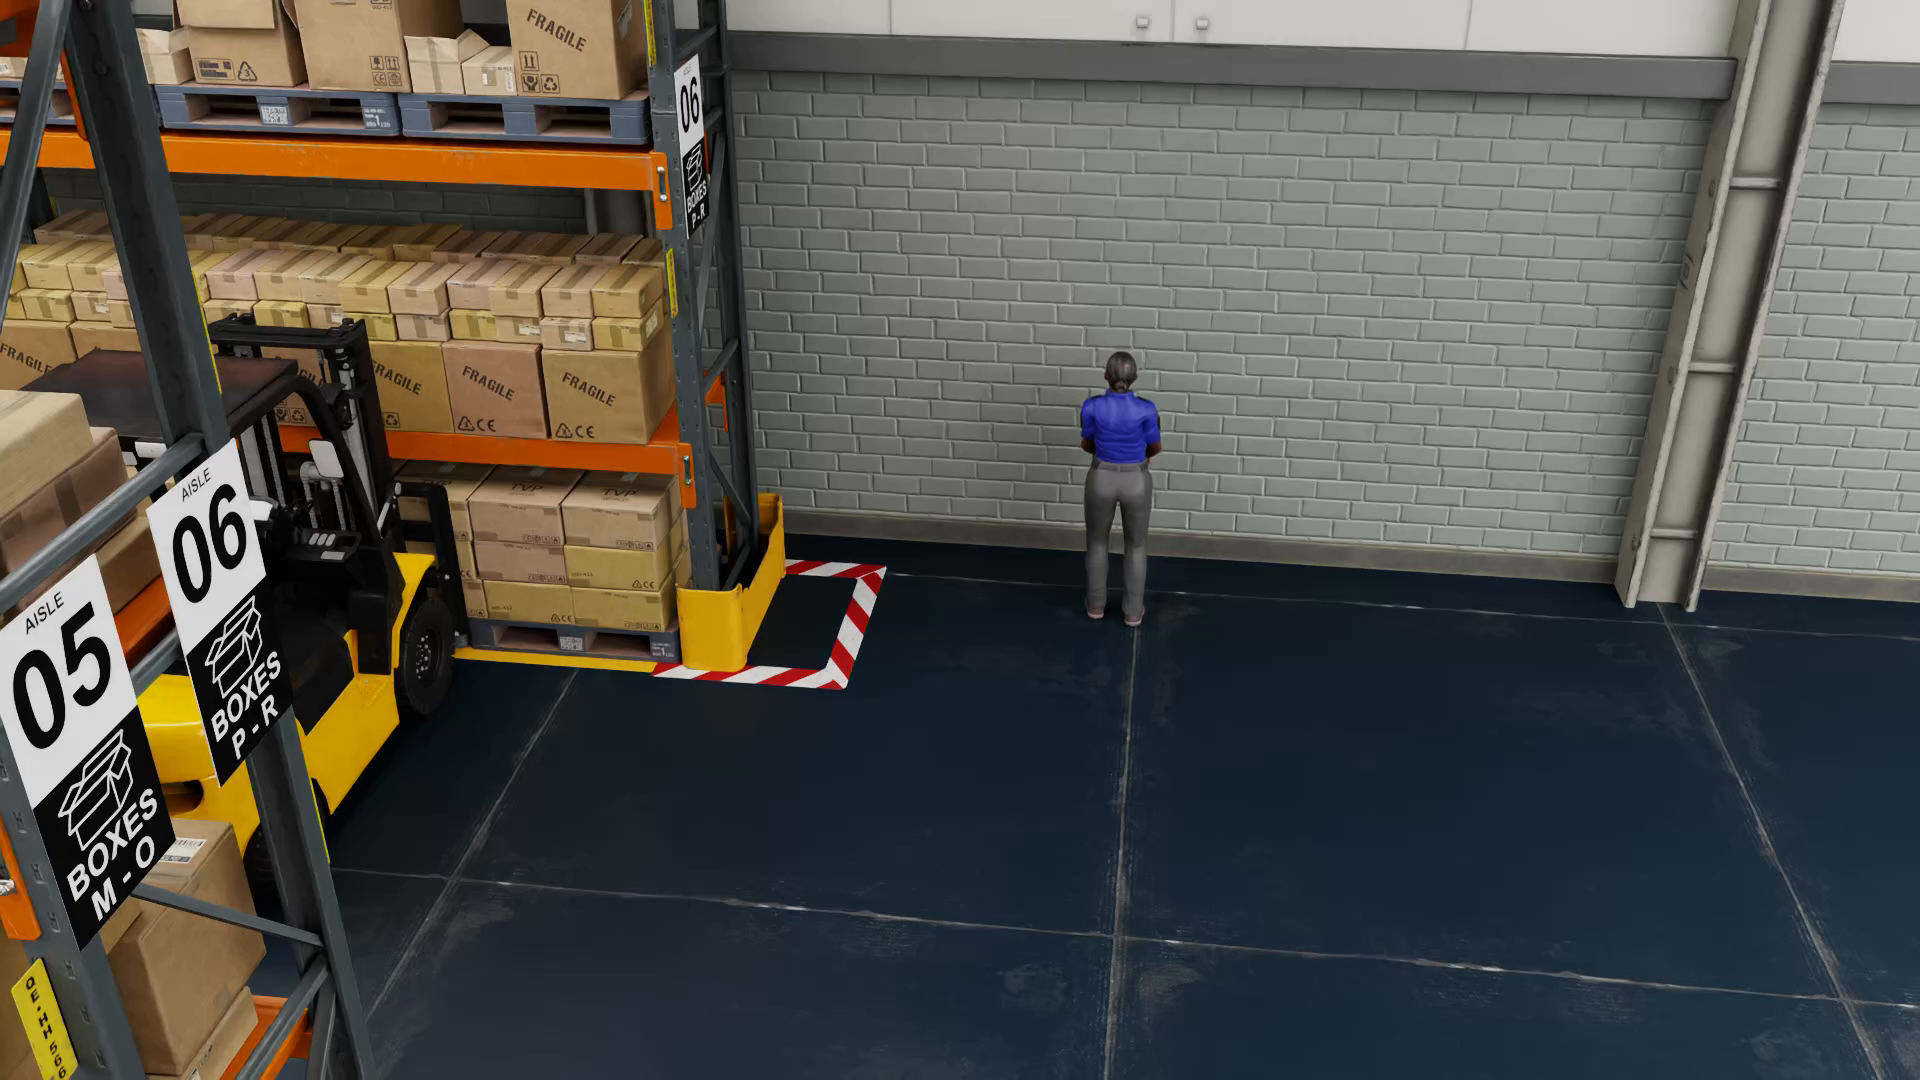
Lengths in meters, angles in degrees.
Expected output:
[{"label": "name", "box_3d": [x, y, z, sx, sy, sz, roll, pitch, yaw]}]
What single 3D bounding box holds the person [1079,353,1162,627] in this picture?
[{"label": "person", "box_3d": [0.879, -0.317, 9.222, 0.450, 1.646, 0.517, 4, 29, 7]}]
